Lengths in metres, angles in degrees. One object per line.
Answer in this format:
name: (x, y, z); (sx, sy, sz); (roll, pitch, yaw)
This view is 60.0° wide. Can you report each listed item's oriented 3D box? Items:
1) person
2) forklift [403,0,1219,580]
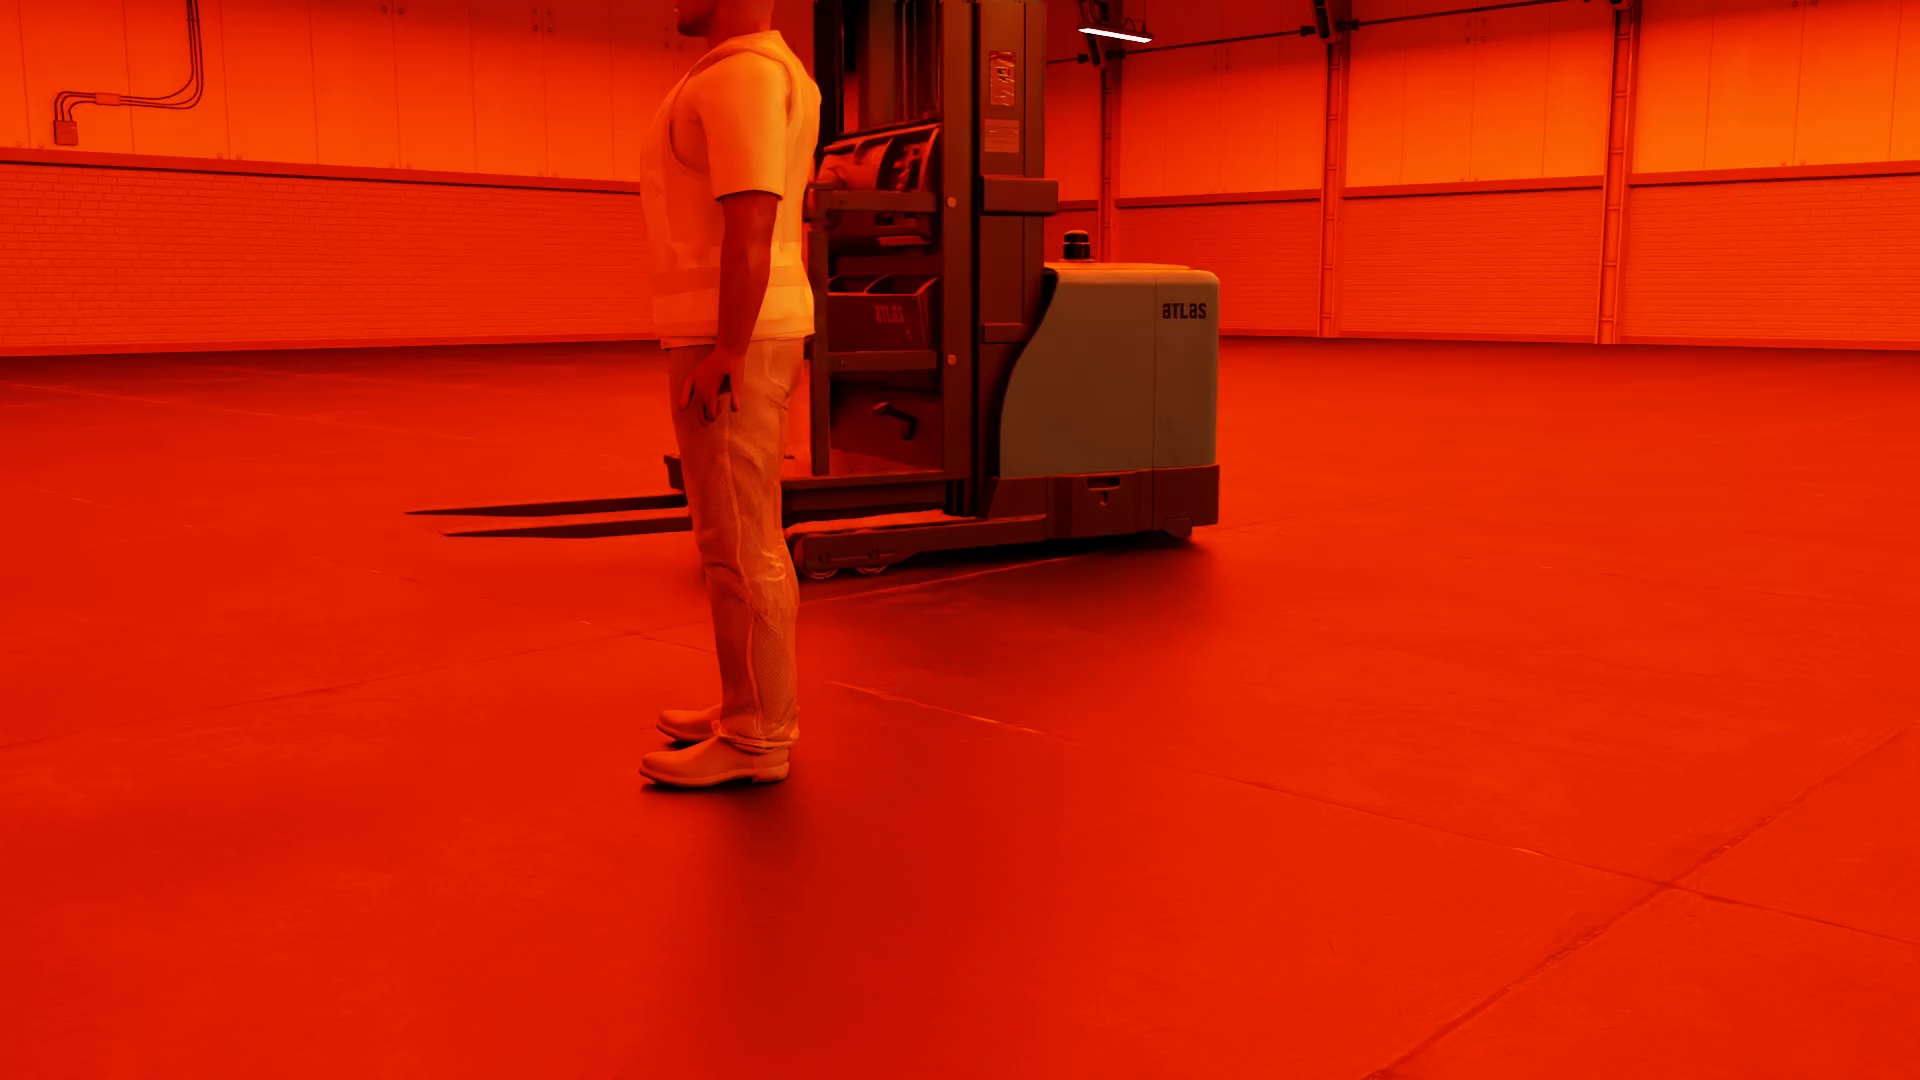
person: (-0.482, -0.395, 3.408); (0.390, 1.770, 0.557); (0, 9, -1)
forklift: (-0.499, -1.400, 6.172); (3.031, 2.935, 1.130); (-5, 10, -29)
